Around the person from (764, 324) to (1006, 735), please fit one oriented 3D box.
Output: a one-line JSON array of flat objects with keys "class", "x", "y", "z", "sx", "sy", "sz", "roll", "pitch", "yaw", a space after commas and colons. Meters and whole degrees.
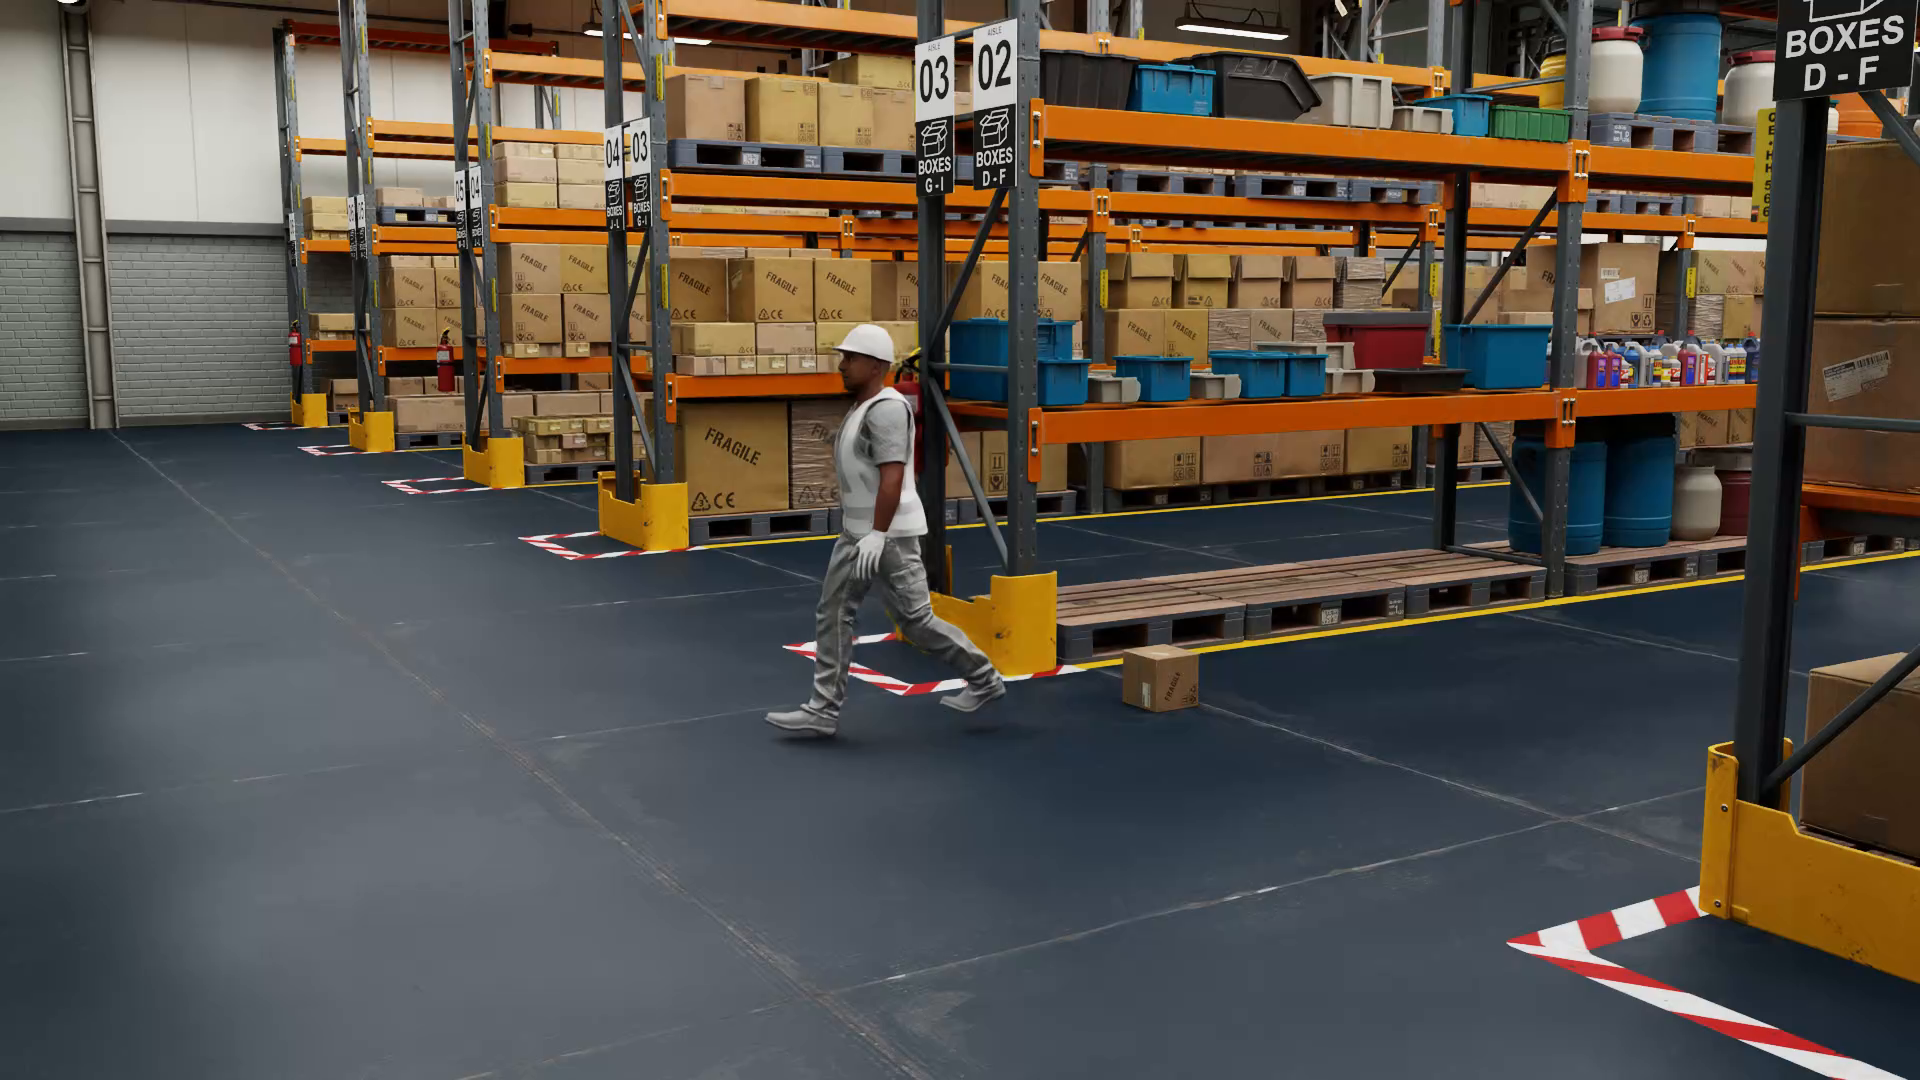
[{"class": "person", "x": -0.306, "y": -0.034, "z": 7.038, "sx": 1.044, "sy": 1.745, "sz": 0.583, "roll": -3, "pitch": 8, "yaw": -19}]
